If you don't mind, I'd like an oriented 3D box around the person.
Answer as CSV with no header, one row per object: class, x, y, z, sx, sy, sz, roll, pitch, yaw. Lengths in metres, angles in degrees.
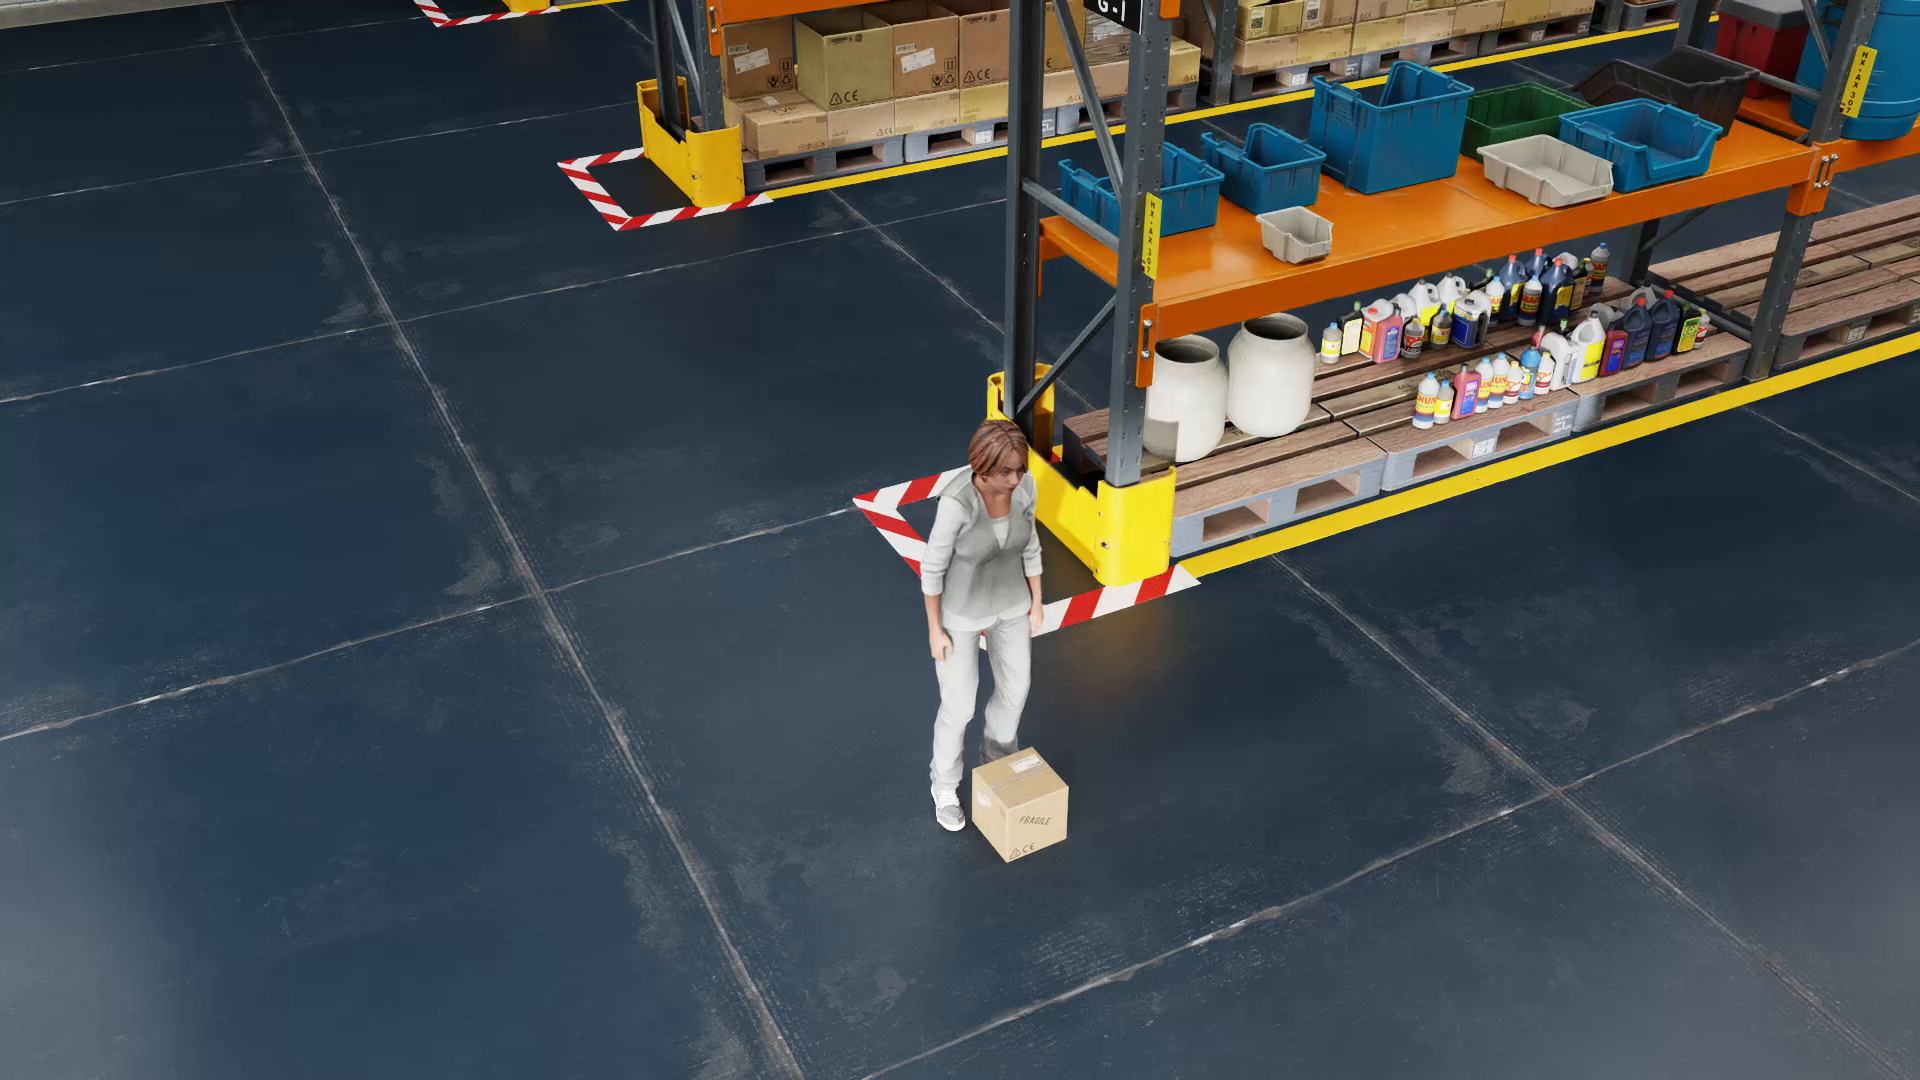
person,0.091,0.273,5.737,0.460,1.593,0.373,-17,37,-24
